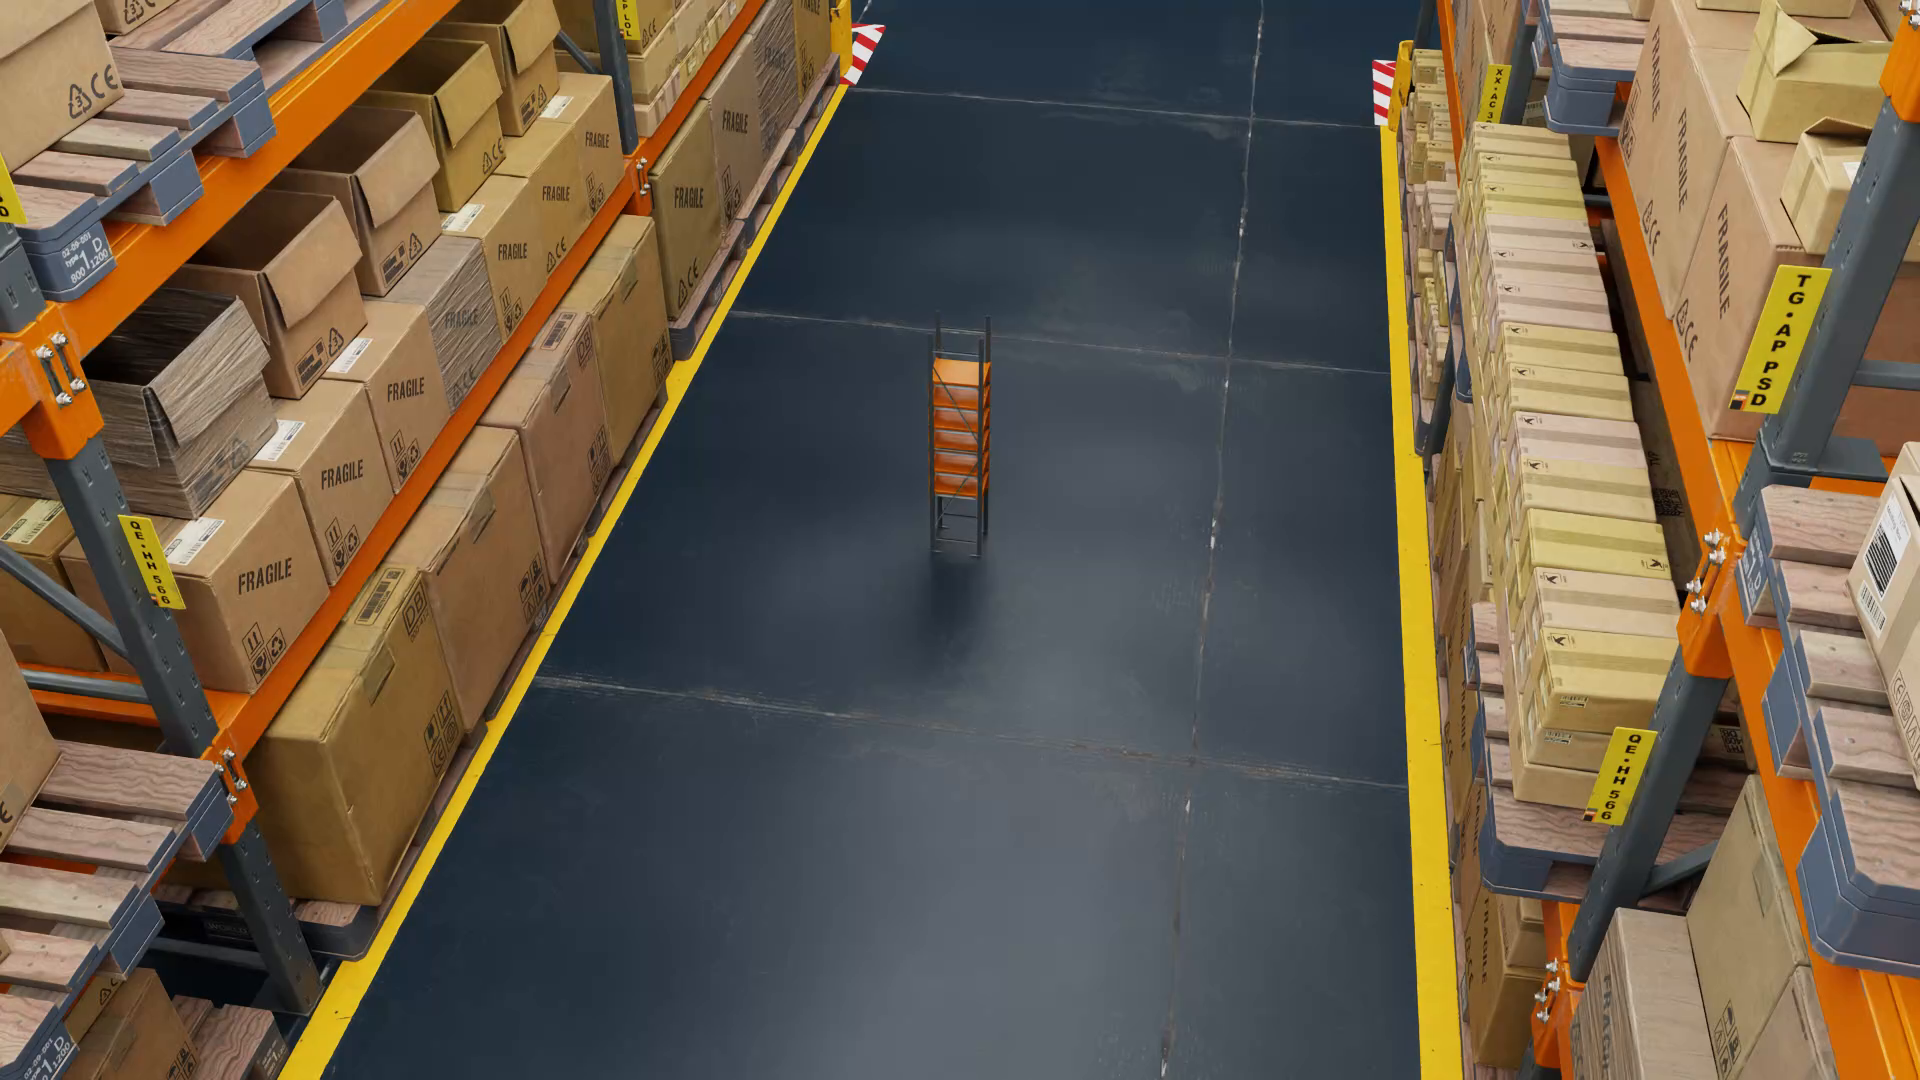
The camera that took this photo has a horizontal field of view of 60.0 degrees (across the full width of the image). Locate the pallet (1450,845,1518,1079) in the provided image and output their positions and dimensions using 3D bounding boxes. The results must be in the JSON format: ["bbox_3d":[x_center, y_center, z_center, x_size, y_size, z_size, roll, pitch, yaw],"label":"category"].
[{"bbox_3d":[2.246,1.620,5.722,1.003,0.211,1.213,6,40,8],"label":"pallet"}]

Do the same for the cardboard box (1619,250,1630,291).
[{"bbox_3d":[2.884,-1.105,6.697,0.380,0.149,0.250,7,40,8],"label":"cardboard box"}]

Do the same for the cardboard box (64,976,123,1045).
[{"bbox_3d":[-2.844,1.354,4.883,0.500,0.250,0.500,8,40,9],"label":"cardboard box"}]

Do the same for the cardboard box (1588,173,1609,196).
[{"bbox_3d":[3.145,-1.690,7.734,0.380,0.149,0.250,7,40,9],"label":"cardboard box"}]

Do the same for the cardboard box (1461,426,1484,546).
[{"bbox_3d":[2.324,-0.193,6.770,0.500,0.250,0.500,7,40,9],"label":"cardboard box"}]

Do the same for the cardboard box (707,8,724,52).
[{"bbox_3d":[-1.509,-2.793,9.068,0.380,0.149,0.250,6,40,7],"label":"cardboard box"}]

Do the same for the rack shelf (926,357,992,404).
[{"bbox_3d":[-0.002,-0.697,7.252,0.258,0.103,0.180,6,40,8],"label":"rack shelf"}]

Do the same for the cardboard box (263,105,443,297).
[{"bbox_3d":[-2.391,-1.287,6.184,0.797,0.503,0.637,8,40,9],"label":"cardboard box"}]

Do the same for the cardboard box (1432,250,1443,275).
[{"bbox_3d":[2.772,-1.535,9.024,0.380,0.149,0.250,7,40,9],"label":"cardboard box"}]

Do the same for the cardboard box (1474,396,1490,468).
[{"bbox_3d":[2.013,-0.365,5.802,0.380,0.149,0.250,5,40,6],"label":"cardboard box"}]

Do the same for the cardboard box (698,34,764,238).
[{"bbox_3d":[-1.717,-2.398,9.731,0.875,0.875,0.875,6,40,8],"label":"cardboard box"}]

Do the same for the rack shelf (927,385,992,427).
[{"bbox_3d":[-0.002,-0.604,7.329,0.258,0.103,0.180,6,40,8],"label":"rack shelf"}]

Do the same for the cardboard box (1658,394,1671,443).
[{"bbox_3d":[2.706,-0.451,5.905,0.380,0.149,0.250,8,40,10],"label":"cardboard box"}]

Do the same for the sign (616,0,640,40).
[{"bbox_3d":[-1.530,-2.447,7.606,0.100,0.325,0.005,6,40,8],"label":"sign"}]

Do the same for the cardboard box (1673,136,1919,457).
[{"bbox_3d":[1.958,-0.545,3.720,0.500,0.500,0.500,6,40,8],"label":"cardboard box"}]

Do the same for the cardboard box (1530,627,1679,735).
[{"bbox_3d":[1.743,0.383,4.430,0.380,0.149,0.250,5,40,6],"label":"cardboard box"}]

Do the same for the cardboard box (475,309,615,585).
[{"bbox_3d":[-2.311,-0.463,7.391,1.225,0.875,0.875,5,40,6],"label":"cardboard box"}]

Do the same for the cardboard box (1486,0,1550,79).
[{"bbox_3d":[2.617,-2.338,7.224,0.500,0.500,0.500,5,40,6],"label":"cardboard box"}]

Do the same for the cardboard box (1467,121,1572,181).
[{"bbox_3d":[2.281,-1.572,6.795,0.380,0.149,0.250,8,40,10],"label":"cardboard box"}]

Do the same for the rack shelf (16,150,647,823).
[{"bbox_3d":[-2.412,-0.552,6.726,1.077,0.370,4.000,6,40,8],"label":"rack shelf"}]

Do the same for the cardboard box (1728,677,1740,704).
[{"bbox_3d":[2.479,0.374,4.907,0.380,0.149,0.250,8,40,10],"label":"cardboard box"}]

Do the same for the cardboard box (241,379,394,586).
[{"bbox_3d":[-2.319,-0.212,5.671,0.500,0.500,0.500,5,40,6],"label":"cardboard box"}]

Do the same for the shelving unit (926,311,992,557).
[{"bbox_3d":[-0.002,-0.453,7.454,0.258,1.200,0.189,6,40,8],"label":"shelving unit"}]

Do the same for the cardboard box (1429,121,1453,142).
[{"bbox_3d":[2.951,-2.318,9.737,0.380,0.149,0.250,8,40,9],"label":"cardboard box"}]

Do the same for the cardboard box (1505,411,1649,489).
[{"bbox_3d":[1.924,-0.257,5.204,0.380,0.149,0.250,6,40,8],"label":"cardboard box"}]

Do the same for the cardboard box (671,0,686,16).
[{"bbox_3d":[-1.638,-3.011,8.431,0.500,0.500,0.500,6,40,8],"label":"cardboard box"}]

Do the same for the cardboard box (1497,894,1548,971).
[{"bbox_3d":[1.970,1.090,5.218,0.500,0.250,0.500,6,40,7],"label":"cardboard box"}]

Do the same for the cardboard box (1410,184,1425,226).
[{"bbox_3d":[2.856,-1.959,9.770,0.380,0.149,0.250,5,40,6],"label":"cardboard box"}]

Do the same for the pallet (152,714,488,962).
[{"bbox_3d":[-2.547,1.014,6.455,1.003,0.211,1.213,6,40,8],"label":"pallet"}]

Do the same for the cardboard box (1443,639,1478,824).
[{"bbox_3d":[2.135,0.736,6.234,0.500,0.500,0.500,5,40,6],"label":"cardboard box"}]

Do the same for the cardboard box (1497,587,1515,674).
[{"bbox_3d":[1.831,0.293,5.006,0.380,0.149,0.250,7,40,8],"label":"cardboard box"}]

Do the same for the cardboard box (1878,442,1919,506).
[{"bbox_3d":[1.894,-0.032,2.966,0.380,0.149,0.250,5,40,6],"label":"cardboard box"}]

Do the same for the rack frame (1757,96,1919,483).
[{"bbox_3d":[2.110,-1.276,2.328,1.000,3.000,0.127,6,40,8],"label":"rack frame"}]

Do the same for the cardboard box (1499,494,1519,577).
[{"bbox_3d":[1.878,0.006,5.120,0.380,0.149,0.250,6,40,8],"label":"cardboard box"}]

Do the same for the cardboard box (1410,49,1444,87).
[{"bbox_3d":[3.069,-2.986,10.545,0.380,0.149,0.250,5,40,6],"label":"cardboard box"}]

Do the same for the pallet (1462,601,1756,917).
[{"bbox_3d":[2.128,0.651,4.856,1.213,0.211,1.003,6,40,8],"label":"pallet"}]

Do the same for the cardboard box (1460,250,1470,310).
[{"bbox_3d":[2.191,-1.012,6.584,0.380,0.149,0.250,7,40,8],"label":"cardboard box"}]

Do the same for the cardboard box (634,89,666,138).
[{"bbox_3d":[-1.687,-2.137,8.275,0.380,0.149,0.250,6,40,8],"label":"cardboard box"}]

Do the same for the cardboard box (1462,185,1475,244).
[{"bbox_3d":[2.238,-1.295,6.693,0.380,0.149,0.250,6,40,7],"label":"cardboard box"}]

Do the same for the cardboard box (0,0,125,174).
[{"bbox_3d":[-2.723,-1.323,4.328,0.797,0.503,0.637,9,40,10],"label":"cardboard box"}]

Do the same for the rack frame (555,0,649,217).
[{"bbox_3d":[-2.066,-2.085,8.015,1.000,3.000,0.127,6,40,8],"label":"rack frame"}]

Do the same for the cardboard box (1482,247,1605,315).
[{"bbox_3d":[2.102,-0.919,6.005,0.380,0.149,0.250,6,40,7],"label":"cardboard box"}]

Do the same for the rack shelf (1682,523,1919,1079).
[{"bbox_3d":[1.764,1.412,1.995,1.077,0.370,4.000,6,40,8],"label":"rack shelf"}]

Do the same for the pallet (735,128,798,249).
[{"bbox_3d":[-1.648,-2.247,10.399,1.003,0.211,1.213,6,40,8],"label":"pallet"}]

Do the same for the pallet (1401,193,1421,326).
[{"bbox_3d":[3.092,-1.593,9.608,1.003,0.211,1.213,6,40,8],"label":"pallet"}]

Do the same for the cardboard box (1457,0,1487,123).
[{"bbox_3d":[2.698,-2.288,7.949,0.500,0.500,0.500,5,40,6],"label":"cardboard box"}]

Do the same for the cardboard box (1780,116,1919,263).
[{"bbox_3d":[1.924,-0.736,3.350,0.396,0.266,0.258,6,40,8],"label":"cardboard box"}]

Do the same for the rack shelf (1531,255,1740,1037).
[{"bbox_3d":[2.456,0.058,5.987,1.077,0.370,4.000,6,40,8],"label":"rack shelf"}]

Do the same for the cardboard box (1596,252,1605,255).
[{"bbox_3d":[3.189,-1.457,8.696,0.380,0.149,0.250,5,40,7],"label":"cardboard box"}]

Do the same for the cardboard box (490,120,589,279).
[{"bbox_3d":[-1.970,-1.490,7.217,0.500,0.500,0.500,8,40,9],"label":"cardboard box"}]

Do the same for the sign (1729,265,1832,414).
[{"bbox_3d":[1.576,-0.381,3.193,0.100,0.325,0.005,6,40,8],"label":"sign"}]

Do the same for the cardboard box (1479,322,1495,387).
[{"bbox_3d":[2.058,-0.634,5.893,0.380,0.149,0.250,6,40,7],"label":"cardboard box"}]

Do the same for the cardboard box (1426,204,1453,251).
[{"bbox_3d":[2.726,-1.675,8.960,0.380,0.149,0.250,5,40,6],"label":"cardboard box"}]

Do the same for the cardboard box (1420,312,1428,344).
[{"bbox_3d":[2.644,-1.148,8.789,0.380,0.149,0.250,5,40,6],"label":"cardboard box"}]
